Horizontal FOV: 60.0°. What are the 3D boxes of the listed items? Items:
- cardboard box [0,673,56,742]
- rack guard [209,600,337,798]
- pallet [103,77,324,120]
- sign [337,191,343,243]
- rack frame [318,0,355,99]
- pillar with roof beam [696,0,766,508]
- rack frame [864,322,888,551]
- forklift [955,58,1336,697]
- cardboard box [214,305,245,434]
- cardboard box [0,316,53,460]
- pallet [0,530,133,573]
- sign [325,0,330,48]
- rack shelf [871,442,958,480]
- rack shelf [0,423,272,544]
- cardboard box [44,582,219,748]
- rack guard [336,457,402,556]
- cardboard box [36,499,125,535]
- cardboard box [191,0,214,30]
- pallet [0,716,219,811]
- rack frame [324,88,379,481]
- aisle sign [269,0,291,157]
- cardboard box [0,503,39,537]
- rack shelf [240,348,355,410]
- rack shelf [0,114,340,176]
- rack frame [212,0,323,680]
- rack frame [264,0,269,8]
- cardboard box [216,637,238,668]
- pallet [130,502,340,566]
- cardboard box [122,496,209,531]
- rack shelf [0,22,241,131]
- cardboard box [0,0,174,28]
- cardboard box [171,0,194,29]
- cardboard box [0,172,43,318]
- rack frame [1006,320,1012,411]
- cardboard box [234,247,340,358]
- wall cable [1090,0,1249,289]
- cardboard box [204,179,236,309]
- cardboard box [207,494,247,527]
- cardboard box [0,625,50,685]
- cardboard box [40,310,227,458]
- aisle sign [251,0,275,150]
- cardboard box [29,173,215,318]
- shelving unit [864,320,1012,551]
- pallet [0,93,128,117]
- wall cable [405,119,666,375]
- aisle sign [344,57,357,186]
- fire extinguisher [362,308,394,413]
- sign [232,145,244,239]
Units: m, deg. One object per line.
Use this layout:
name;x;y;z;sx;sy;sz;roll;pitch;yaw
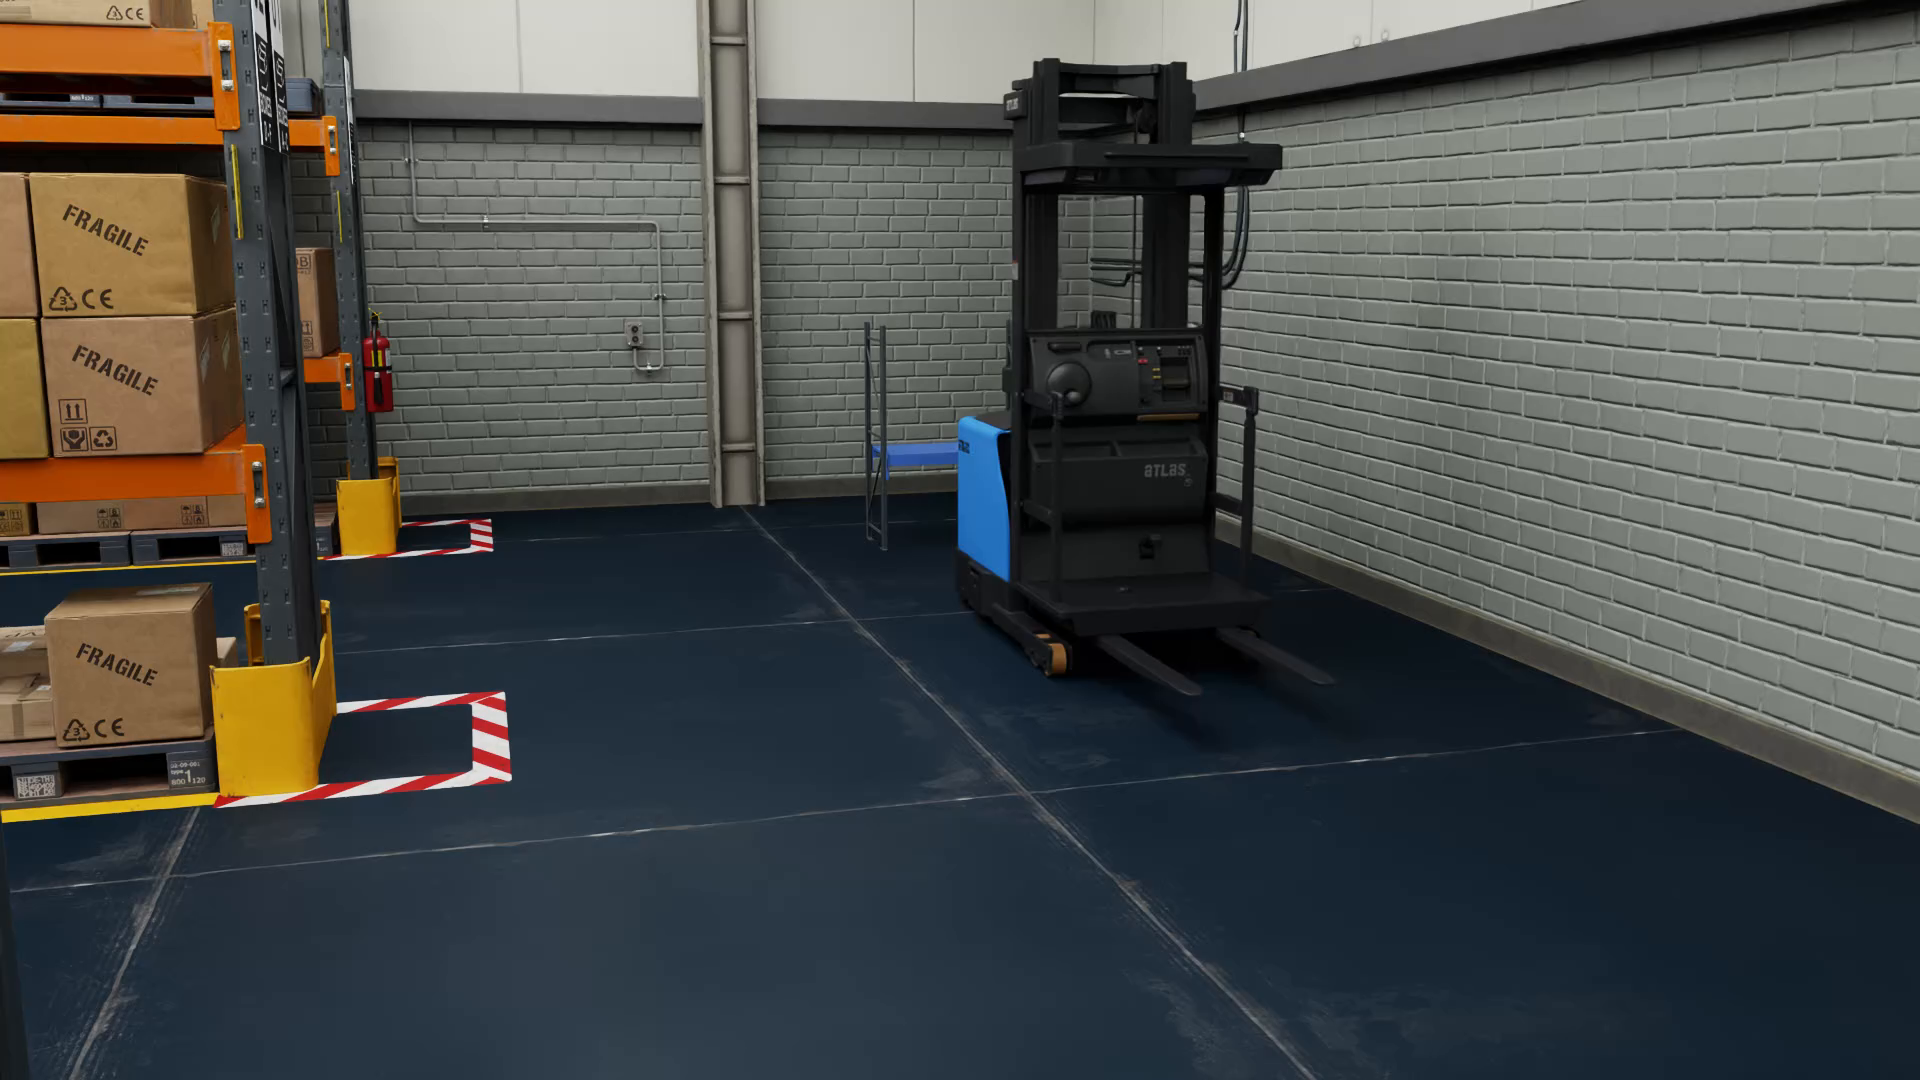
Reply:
cardboard box;-3.582;0.638;6.408;0.250;0.166;0.380;-3;11;-16
rack guard;-2.788;0.619;6.806;0.348;0.500;1.175;-3;11;-16
pallet;-4.812;-2.868;10.799;1.213;0.211;1.003;-3;11;-16
sign;-3.965;-2.066;10.634;0.005;0.325;0.100;-3;11;-16
rack frame;-4.103;-4.426;10.734;0.127;3.000;1.000;-3;11;-16
pillar with roof beam;-0.549;-3.965;8.227;0.400;9.000;9.100;-3;11;-16
rack frame;-0.570;-0.708;11.248;0.032;1.500;0.500;-3;11;-16
forklift;0.860;-0.863;8.141;1.130;2.935;3.031;-3;11;-15
cardboard box;-3.214;-0.687;6.718;0.500;0.500;0.500;-3;11;-15
cardboard box;-3.566;-0.567;6.065;0.500;0.500;0.500;-3;11;-15
pallet;-6.018;0.011;10.904;1.213;0.211;1.003;-3;11;-16
sign;-3.965;-3.252;10.416;0.005;0.325;0.100;-3;11;-16
rack shelf;-0.082;-0.556;11.420;1.000;0.185;0.538;-3;11;-16
rack shelf;-4.635;-0.160;6.115;4.000;0.370;1.077;-3;11;-16
cardboard box;-3.168;0.469;6.405;0.500;0.500;0.500;-3;11;-16
rack guard;-4.080;-0.247;11.510;0.348;0.500;1.175;-3;11;-16
cardboard box;-5.710;-0.349;10.902;0.500;0.500;0.700;-3;11;-18
cardboard box;-4.729;-3.417;10.445;0.500;0.500;0.500;-3;11;-16
pallet;-3.553;0.801;6.612;1.213;0.211;1.003;-3;11;-16
rack frame;-4.103;-1.476;11.277;0.127;3.000;1.000;-3;11;-16
aisle sign;-2.731;-1.948;6.661;0.004;0.787;0.394;-3;11;-16
cardboard box;-6.220;-0.321;10.748;0.500;0.500;0.700;-3;11;-15
rack shelf;-6.023;-1.021;10.792;4.000;0.370;1.077;-3;11;-16
rack shelf;-6.023;-2.496;10.521;4.000;0.370;1.077;-3;11;-16
rack frame;-2.715;-0.615;6.600;0.127;3.000;1.000;-3;11;-16
rack frame;-2.715;-3.565;6.057;0.127;3.000;1.000;-3;11;-16
cardboard box;-3.213;0.533;7.028;0.250;0.149;0.380;-3;11;-16
pallet;-4.849;-0.050;11.236;1.213;0.211;1.003;-3;11;-16
cardboard box;-5.227;-0.375;11.041;0.500;0.500;0.700;-3;11;-16
rack shelf;-4.635;-1.635;5.844;4.000;0.370;1.077;-3;11;-16
cardboard box;-3.134;-1.944;5.952;0.500;0.250;0.500;-3;11;-16
cardboard box;-3.279;-2.034;6.441;0.500;0.250;0.500;-3;11;-16
cardboard box;-3.550;-1.059;5.979;0.500;0.500;0.500;-3;11;-14
rack frame;0.406;-0.759;11.527;0.032;1.500;0.500;-3;11;-16
cardboard box;-4.590;-1.596;11.100;0.700;0.700;0.980;-3;11;-13
wall cable;1.428;-3.123;12.232;0.112;2.526;3.097;-3;11;-16
cardboard box;-3.214;-1.179;6.628;0.500;0.500;0.500;-3;11;-14
cardboard box;-4.747;-0.400;11.178;0.500;0.500;0.700;-3;11;-16
cardboard box;-3.796;0.525;6.790;0.500;0.250;0.500;-3;11;-16
cardboard box;-3.069;-0.594;6.211;0.500;0.500;0.500;-3;11;-14
aisle sign;-2.564;-1.843;6.094;0.004;0.787;0.394;-3;11;-16
cardboard box;-3.065;-1.085;6.119;0.500;0.500;0.500;-3;11;-16
shelving unit;-0.082;-0.733;11.387;1.048;1.500;0.538;-3;11;-16
pallet;-5.986;-2.805;10.460;1.213;0.211;1.003;-3;11;-16
wall cable;-3.138;-2.204;12.430;1.851;1.984;0.084;-3;11;-16
aisle sign;-3.950;-2.706;10.778;0.004;0.787;0.394;-3;11;-16
fire extinguisher;-3.829;-1.182;10.923;0.183;0.674;0.296;-3;11;-16
sign;-2.579;-1.242;5.937;0.005;0.325;0.100;-3;11;-16
